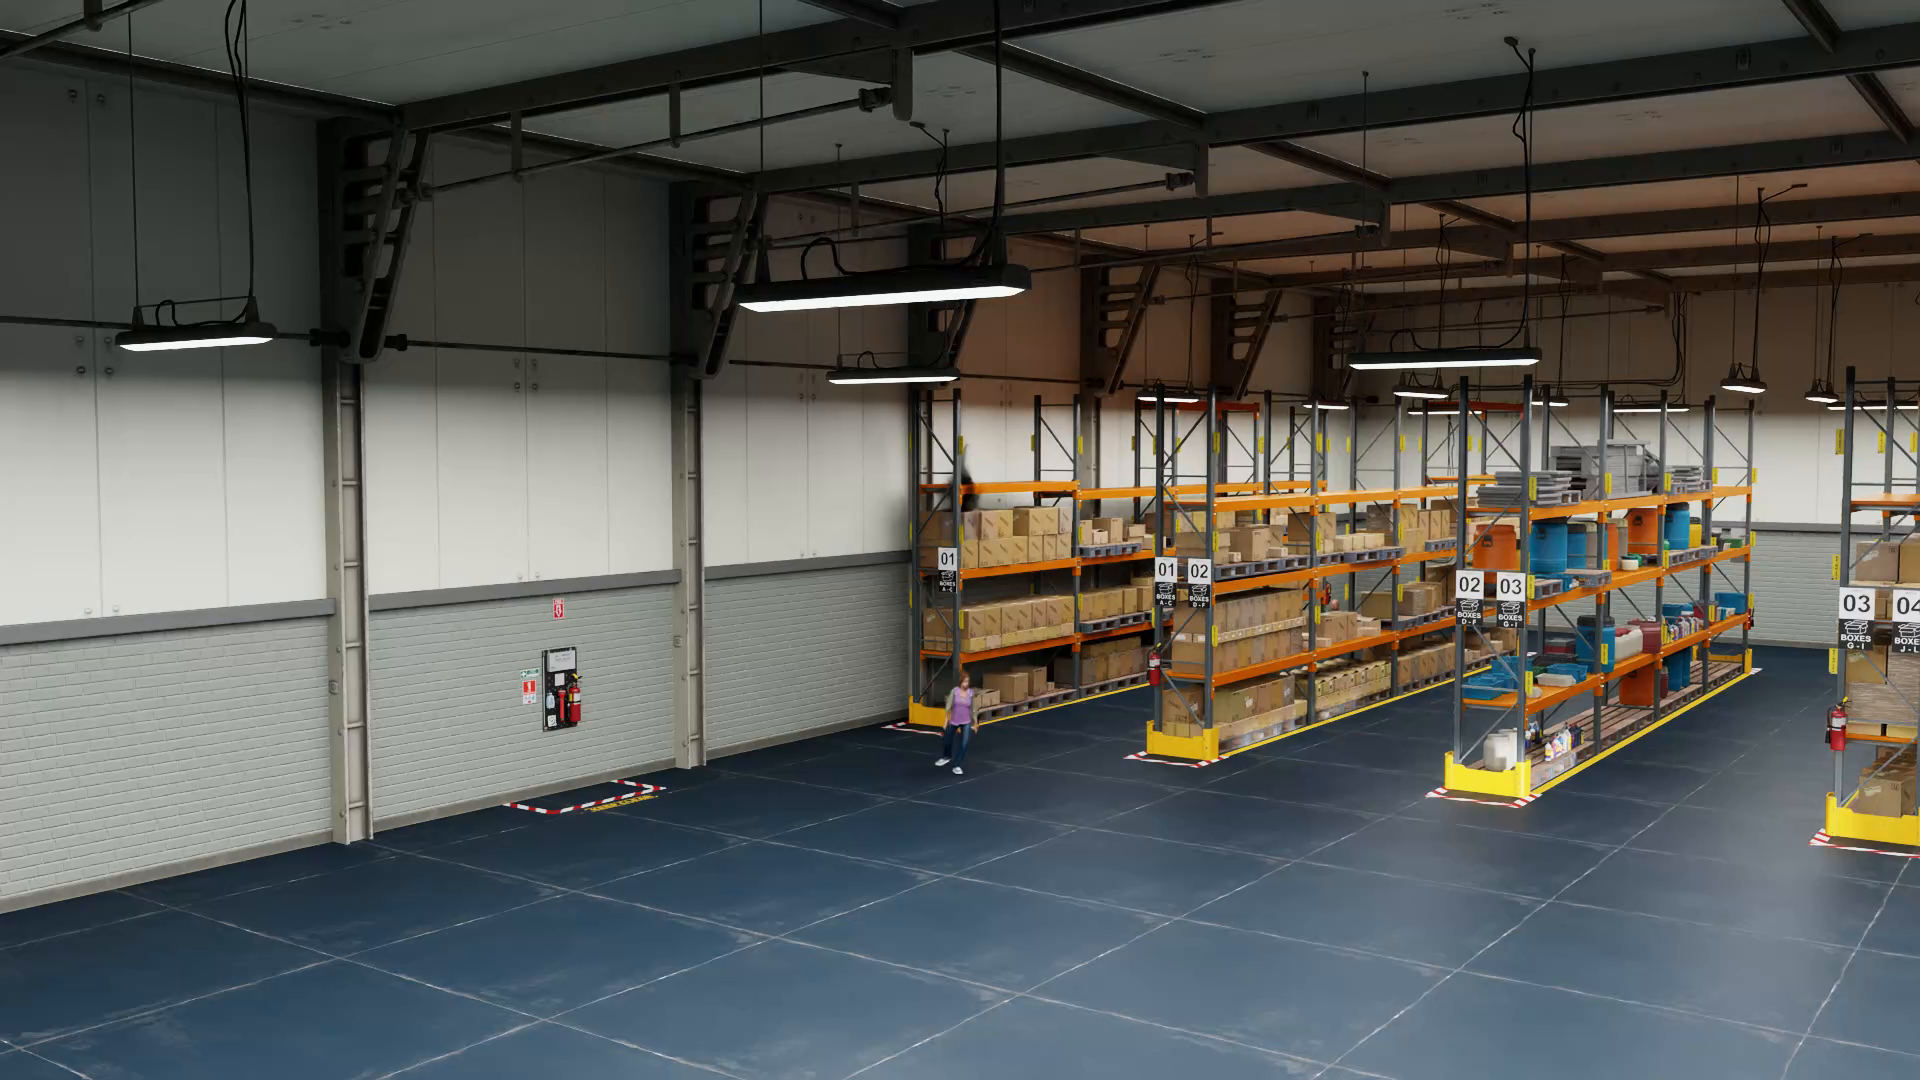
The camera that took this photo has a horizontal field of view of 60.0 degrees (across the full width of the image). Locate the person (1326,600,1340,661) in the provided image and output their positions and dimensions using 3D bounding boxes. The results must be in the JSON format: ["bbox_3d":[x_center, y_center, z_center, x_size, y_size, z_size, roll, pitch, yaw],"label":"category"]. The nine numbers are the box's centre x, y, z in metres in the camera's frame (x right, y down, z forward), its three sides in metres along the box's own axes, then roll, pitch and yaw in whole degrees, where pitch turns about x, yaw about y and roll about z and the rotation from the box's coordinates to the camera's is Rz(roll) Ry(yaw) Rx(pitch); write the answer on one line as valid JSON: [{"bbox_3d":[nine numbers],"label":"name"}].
[{"bbox_3d":[8.121,2.131,35.984,0.671,1.680,0.622,1,4,23],"label":"person"}]

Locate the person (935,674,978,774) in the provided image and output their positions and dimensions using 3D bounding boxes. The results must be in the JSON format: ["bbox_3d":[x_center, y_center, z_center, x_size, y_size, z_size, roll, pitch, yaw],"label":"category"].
[{"bbox_3d":[-0.058,2.779,25.438,0.654,1.520,0.653,0,3,-2],"label":"person"}]
